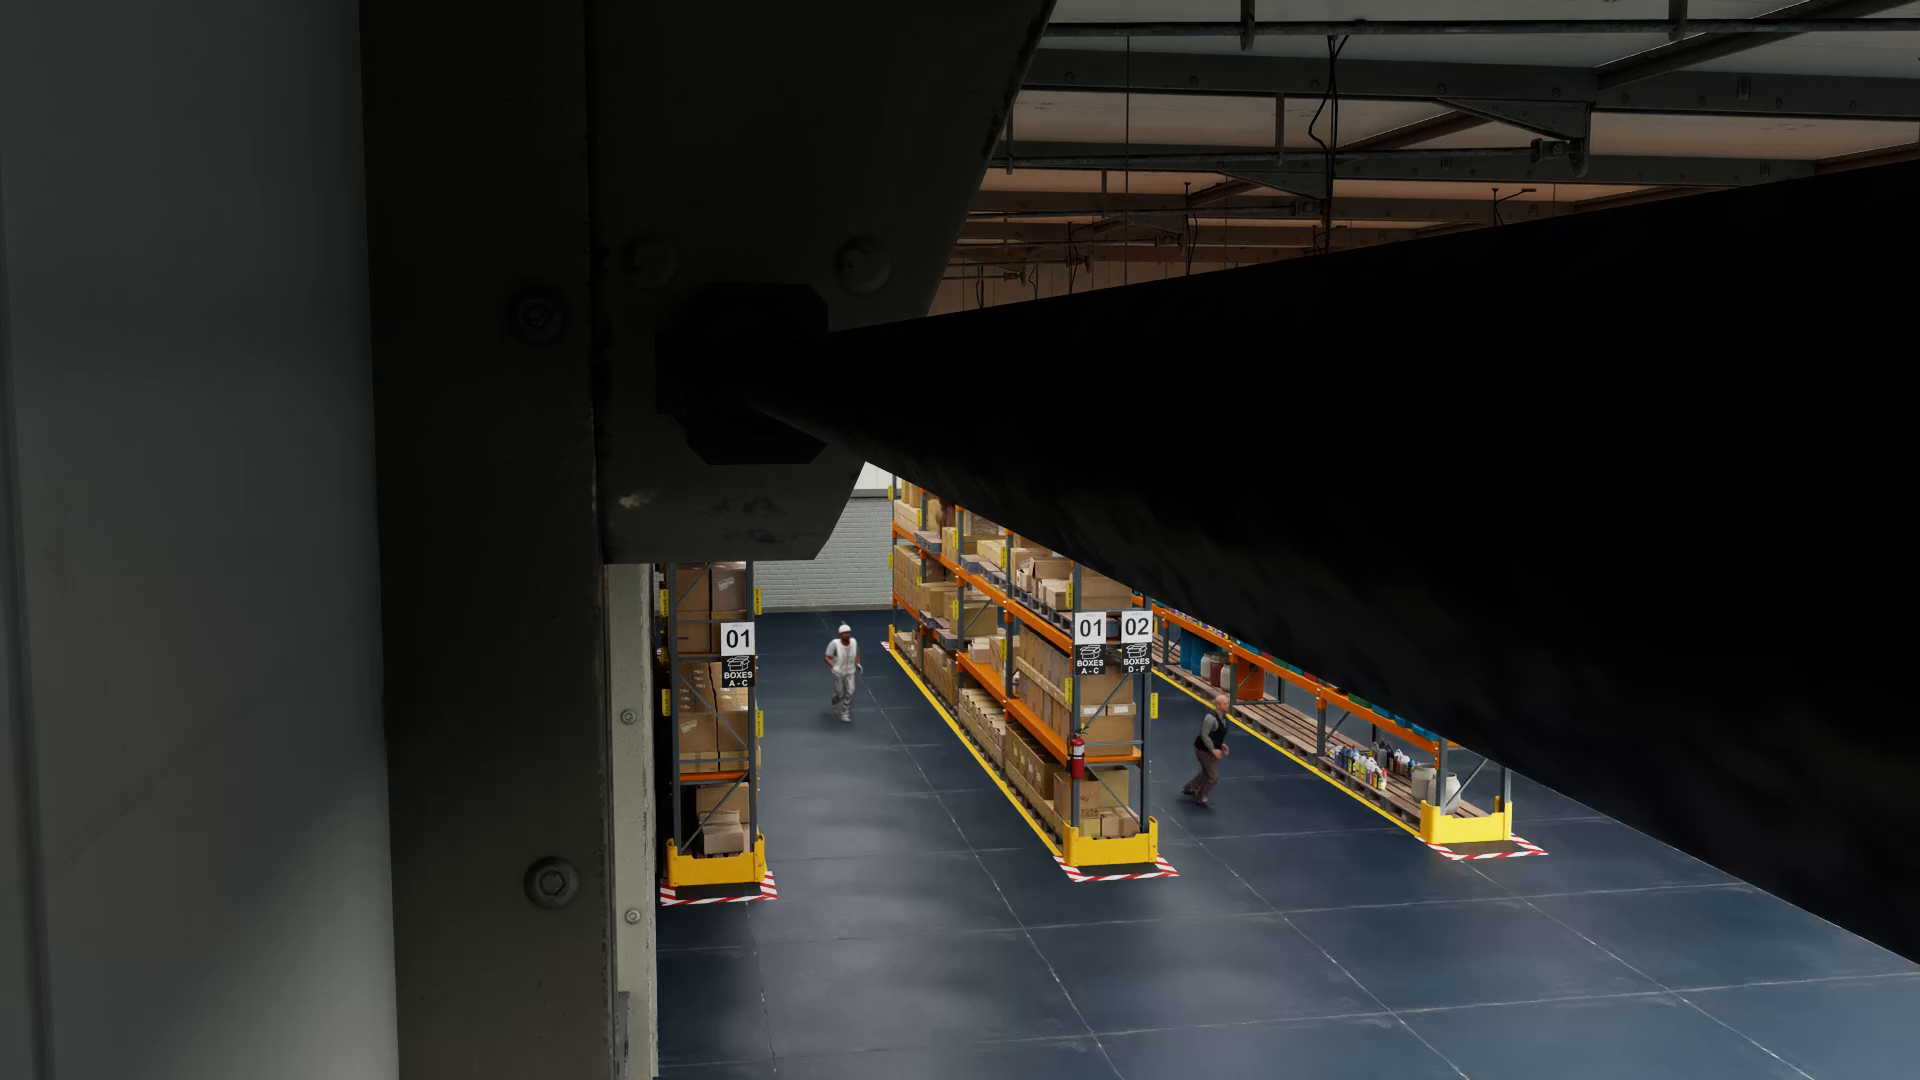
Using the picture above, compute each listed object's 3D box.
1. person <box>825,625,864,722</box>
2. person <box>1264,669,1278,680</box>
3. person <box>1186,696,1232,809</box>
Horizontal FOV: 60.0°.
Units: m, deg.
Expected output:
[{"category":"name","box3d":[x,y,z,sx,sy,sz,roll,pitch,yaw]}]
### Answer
[{"category":"person","box3d":[-2.058,2.332,29.197,0.670,1.725,0.626,-3,7,-24]},{"category":"person","box3d":[6.295,2.065,33.264,0.522,1.411,1.039,0,6,-2]},{"category":"person","box3d":[3.501,2.988,23.477,0.740,1.650,0.618,4,7,33]}]
